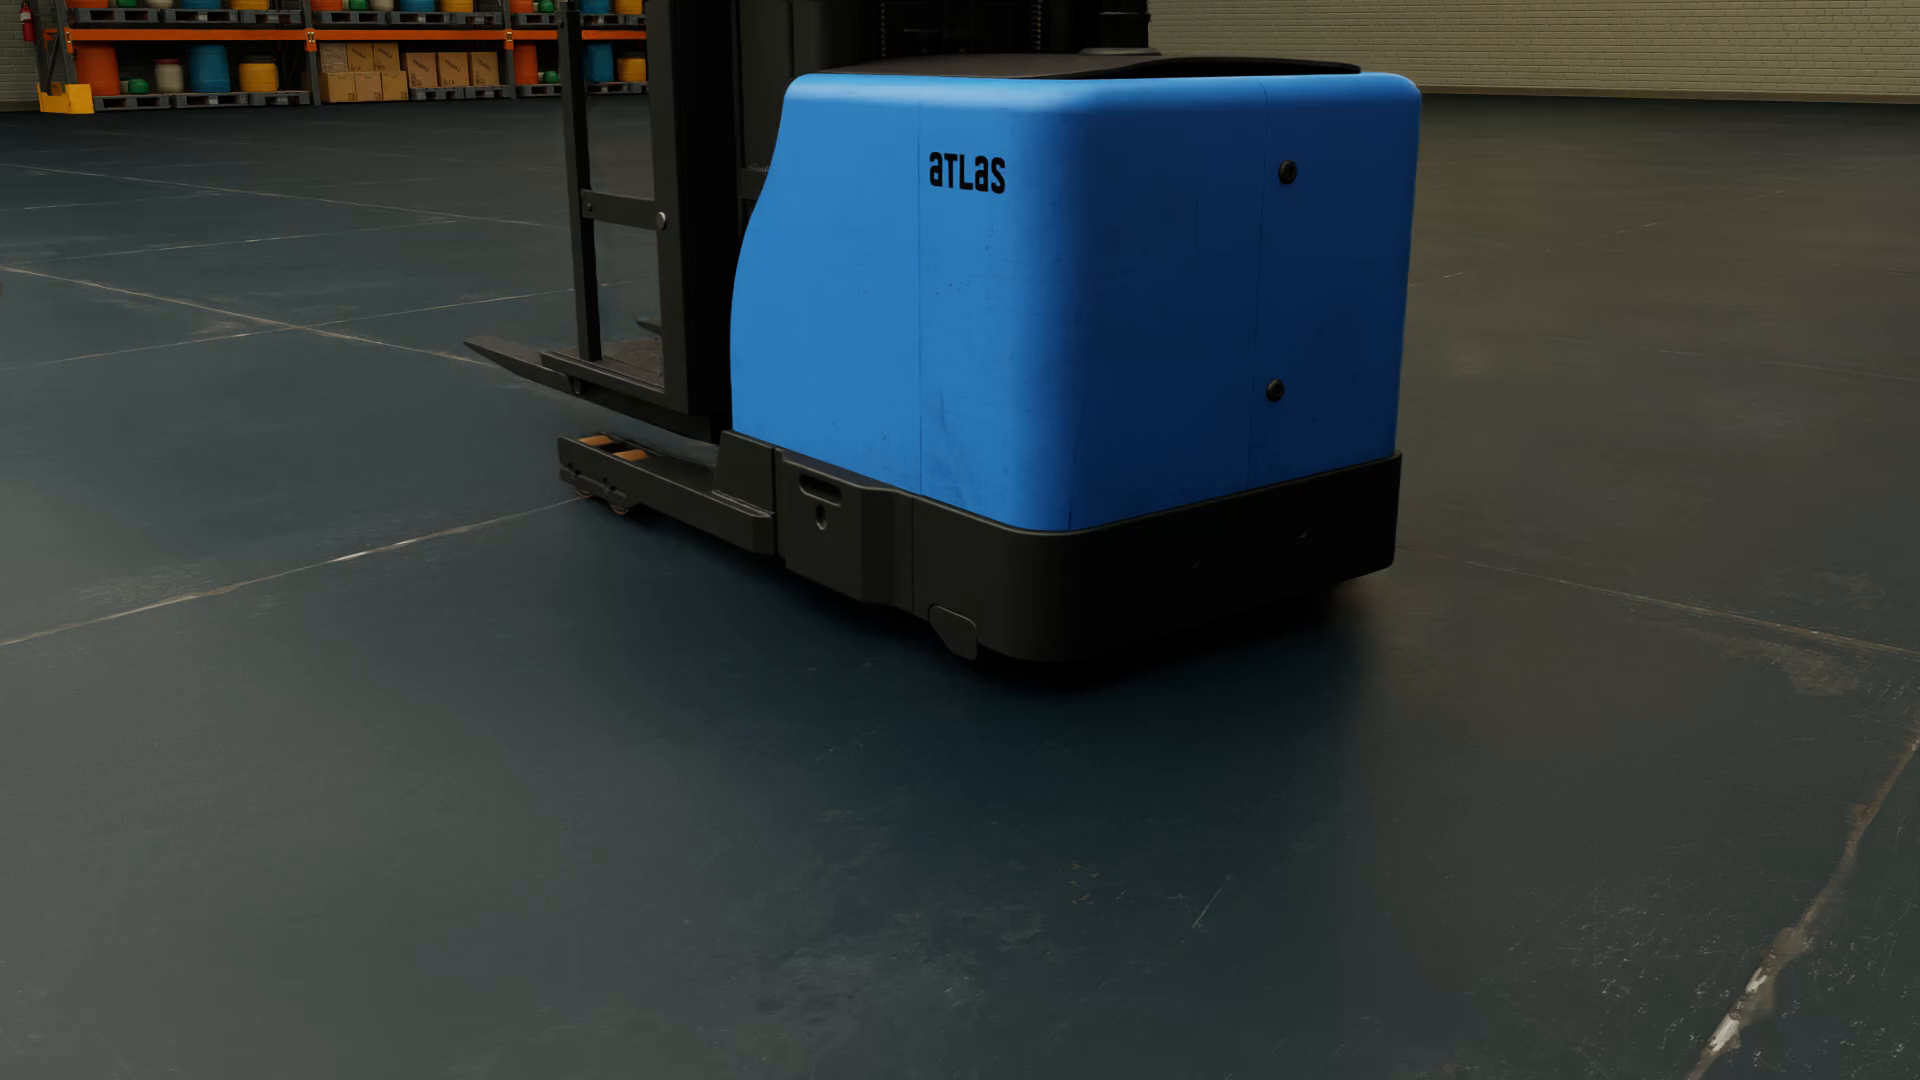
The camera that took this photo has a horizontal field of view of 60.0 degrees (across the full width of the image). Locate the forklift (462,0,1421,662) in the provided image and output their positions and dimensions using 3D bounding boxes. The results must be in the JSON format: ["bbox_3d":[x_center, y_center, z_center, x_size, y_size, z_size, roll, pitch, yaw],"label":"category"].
[{"bbox_3d":[-0.380,-1.541,3.973,1.130,2.935,3.031,-13,21,-36],"label":"forklift"}]
